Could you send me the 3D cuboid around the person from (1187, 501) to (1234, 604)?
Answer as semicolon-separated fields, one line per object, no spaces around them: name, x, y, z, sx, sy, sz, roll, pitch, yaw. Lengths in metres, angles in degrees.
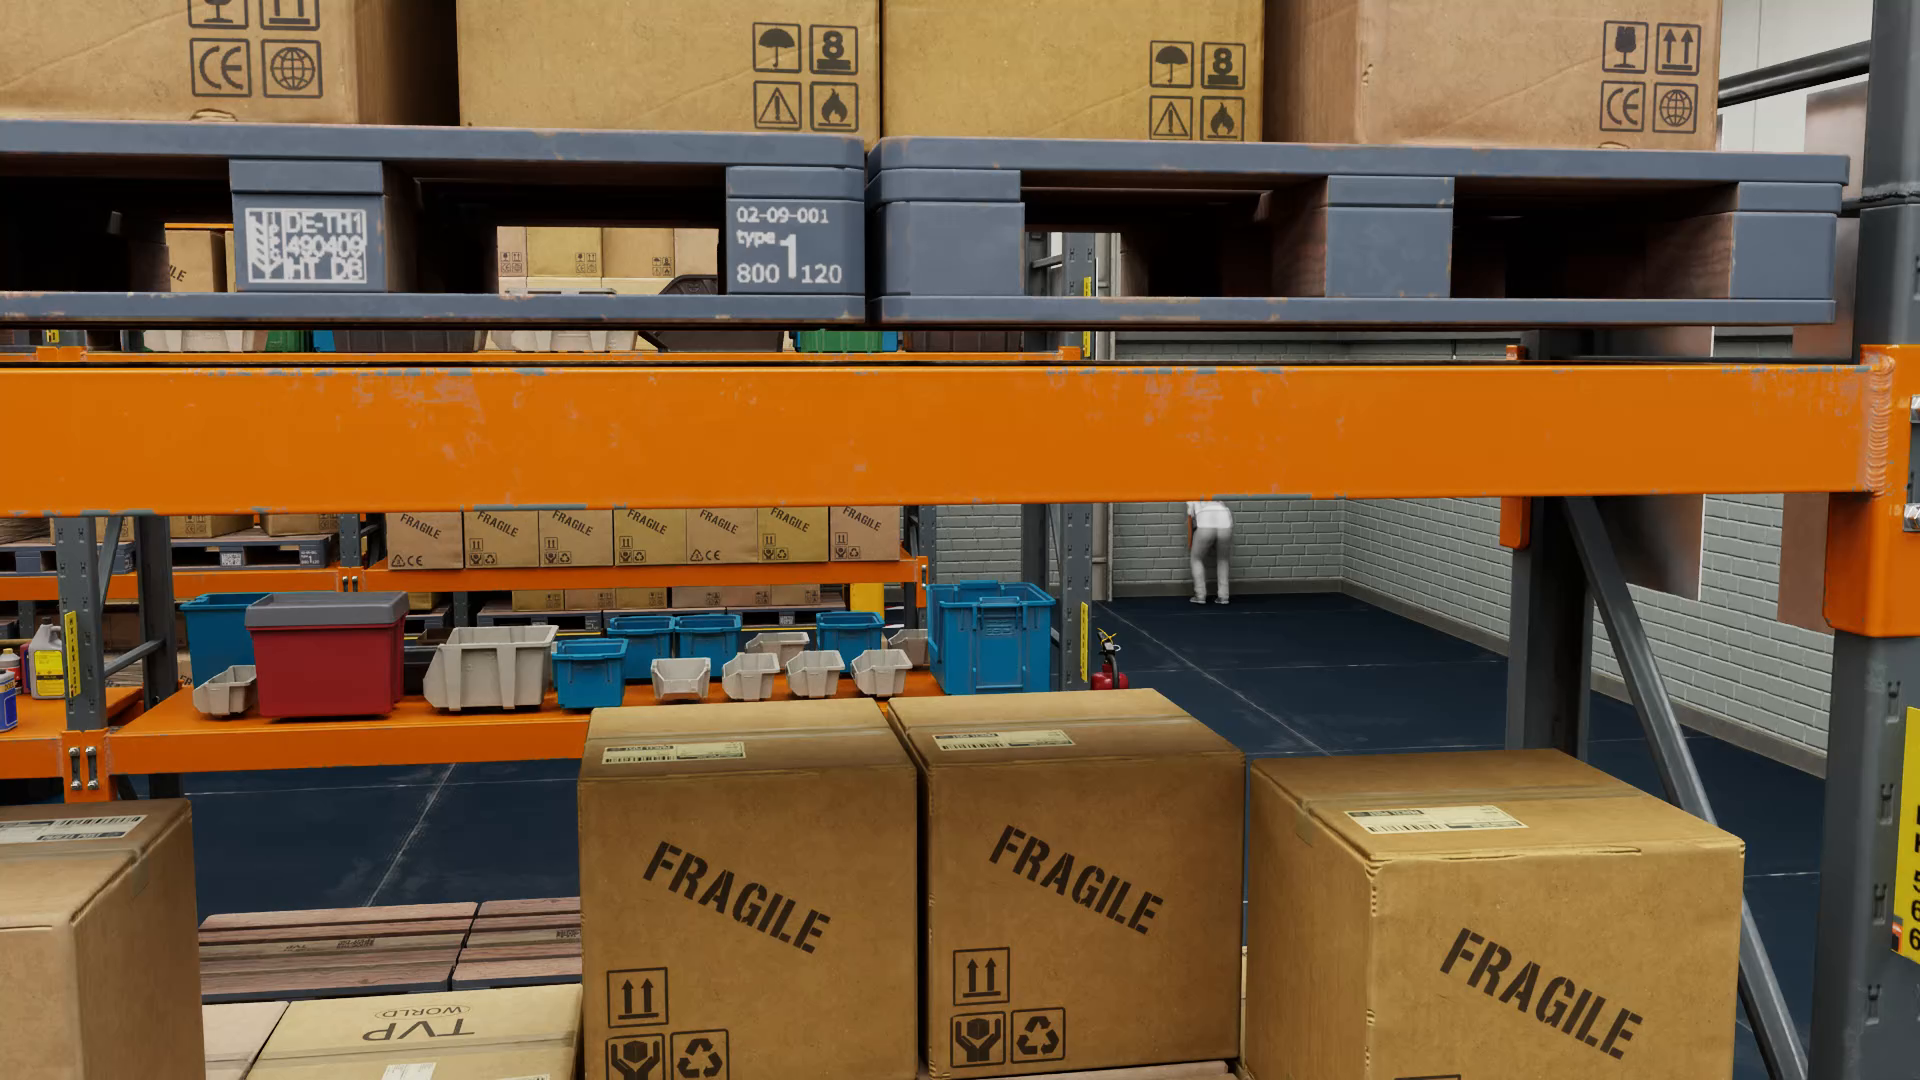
person;2.750;-0.045;18.499;0.457;1.494;0.773;-1;7;-10
